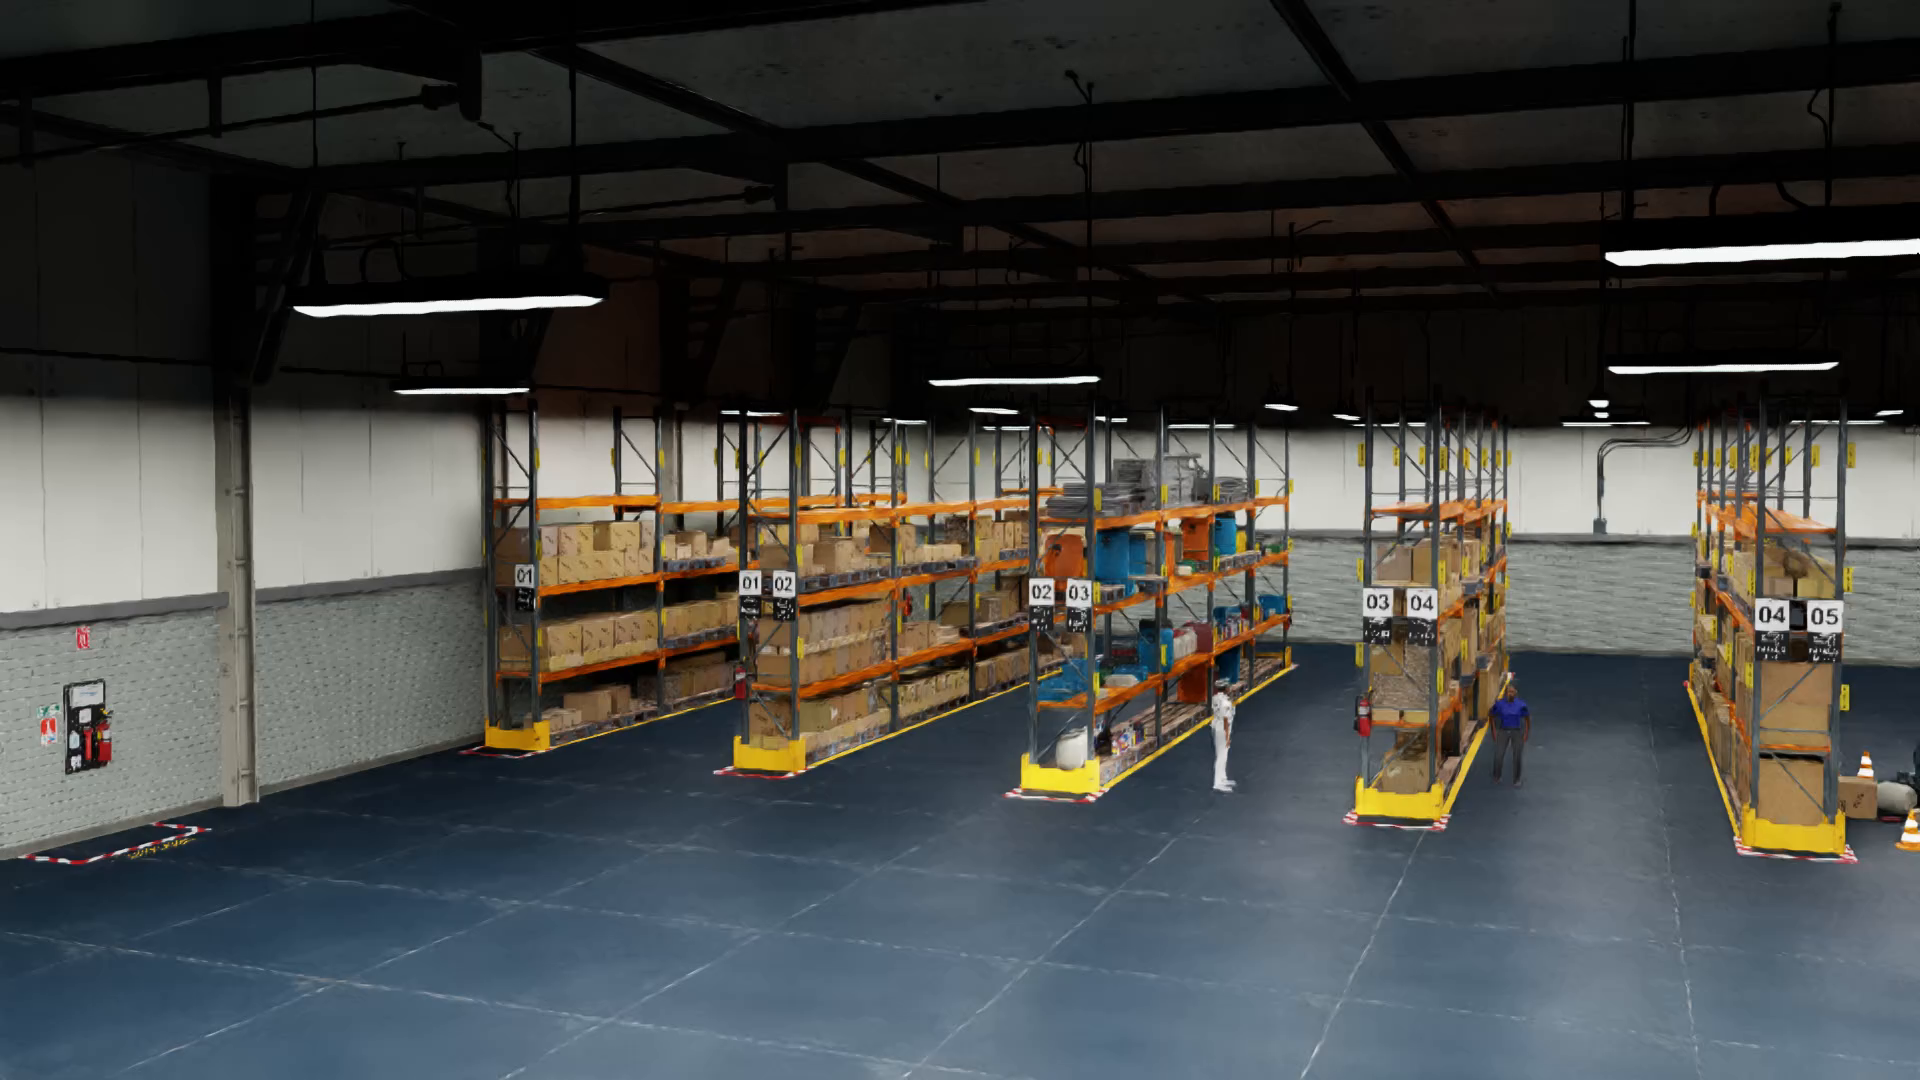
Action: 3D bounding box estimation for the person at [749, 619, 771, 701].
[{"bbox_3d":[-4.131,2.424,34.200,0.518,1.778,0.627,0,3,-4],"label":"person"}]

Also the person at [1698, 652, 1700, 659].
[{"bbox_3d":[17.060,2.304,37.961,0.527,1.660,0.517,-2,3,-32],"label":"person"}]

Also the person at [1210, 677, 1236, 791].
[{"bbox_3d":[3.996,2.914,25.132,0.426,1.676,0.498,0,3,-7],"label":"person"}]

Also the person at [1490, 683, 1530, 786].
[{"bbox_3d":[8.372,2.958,25.327,0.592,1.604,0.513,1,3,19],"label":"person"}]
